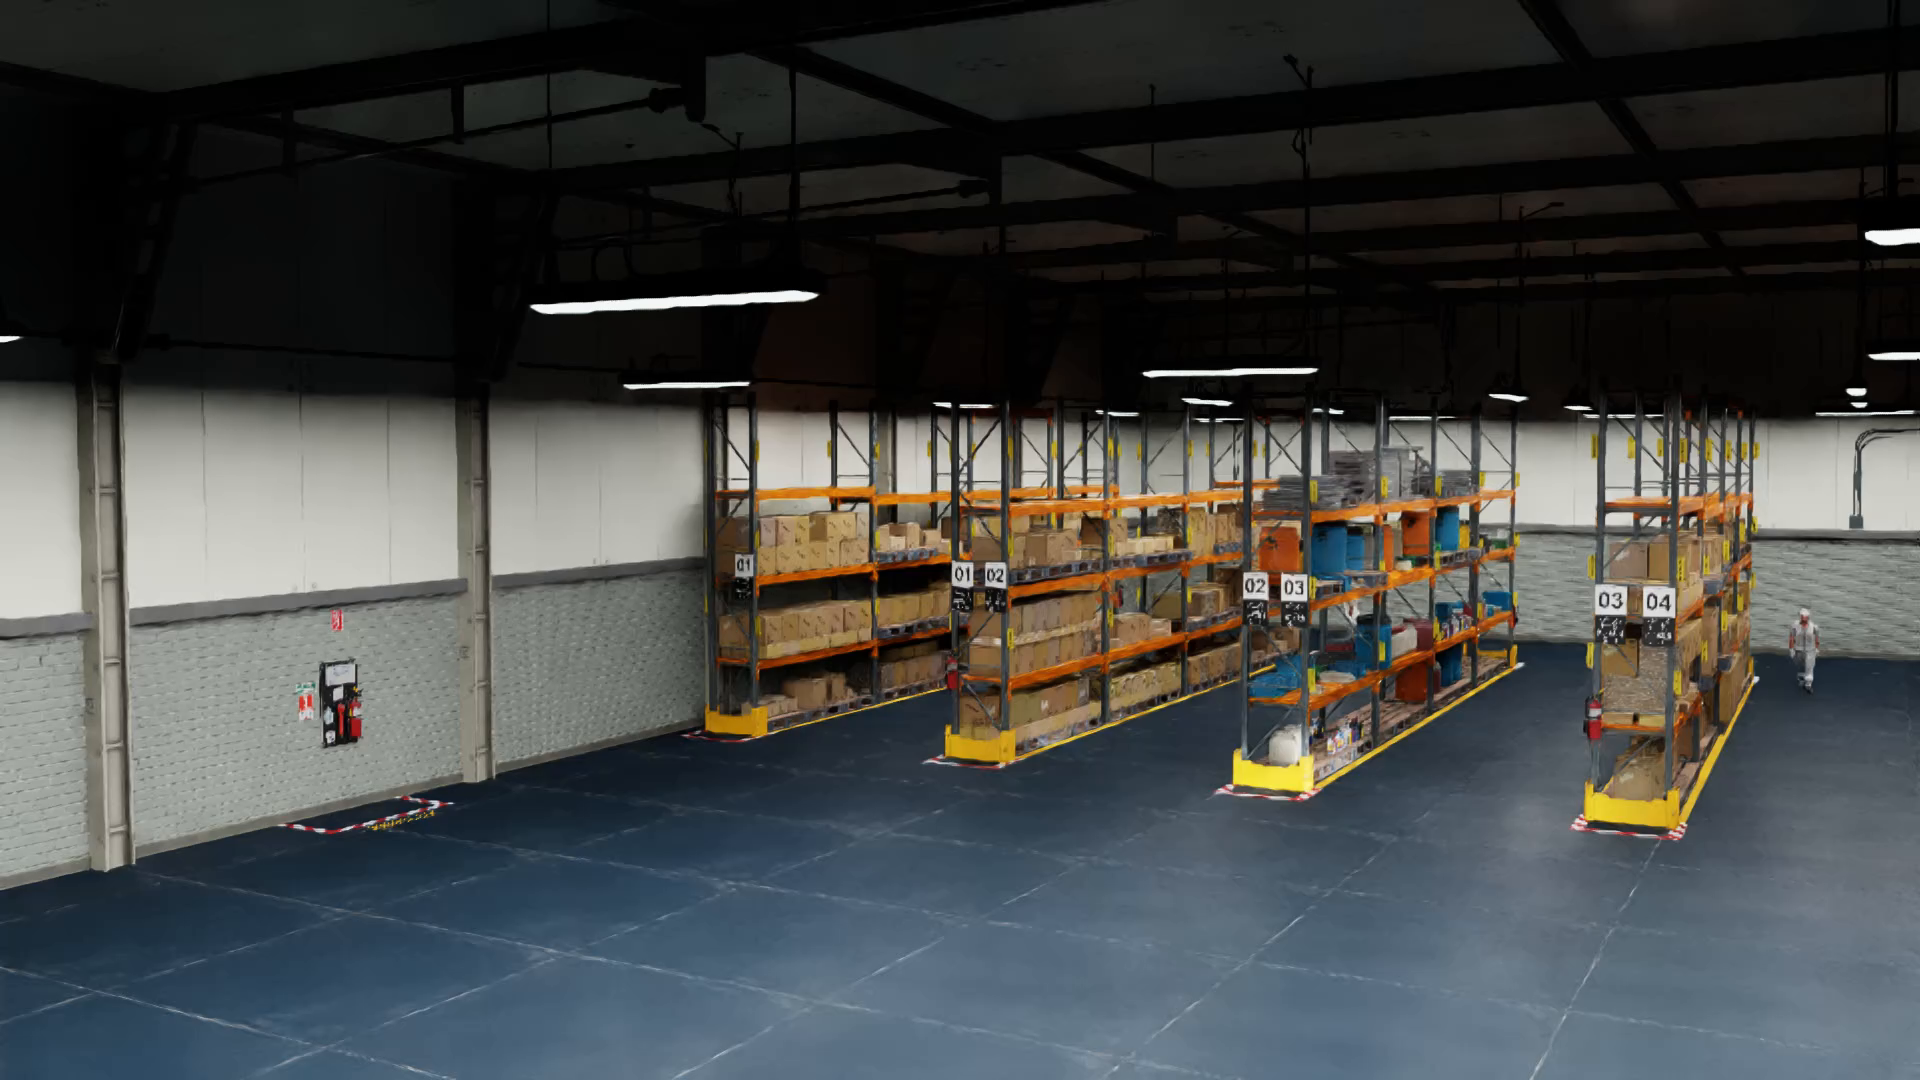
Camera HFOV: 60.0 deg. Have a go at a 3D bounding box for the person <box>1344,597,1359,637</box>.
[{"bbox_3d":[9.580,1.905,40.734,0.515,1.787,0.660,1,3,21],"label":"person"}]

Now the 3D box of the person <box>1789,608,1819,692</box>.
[{"bbox_3d":[17.525,2.267,34.536,0.546,1.709,1.123,2,4,31],"label":"person"}]
